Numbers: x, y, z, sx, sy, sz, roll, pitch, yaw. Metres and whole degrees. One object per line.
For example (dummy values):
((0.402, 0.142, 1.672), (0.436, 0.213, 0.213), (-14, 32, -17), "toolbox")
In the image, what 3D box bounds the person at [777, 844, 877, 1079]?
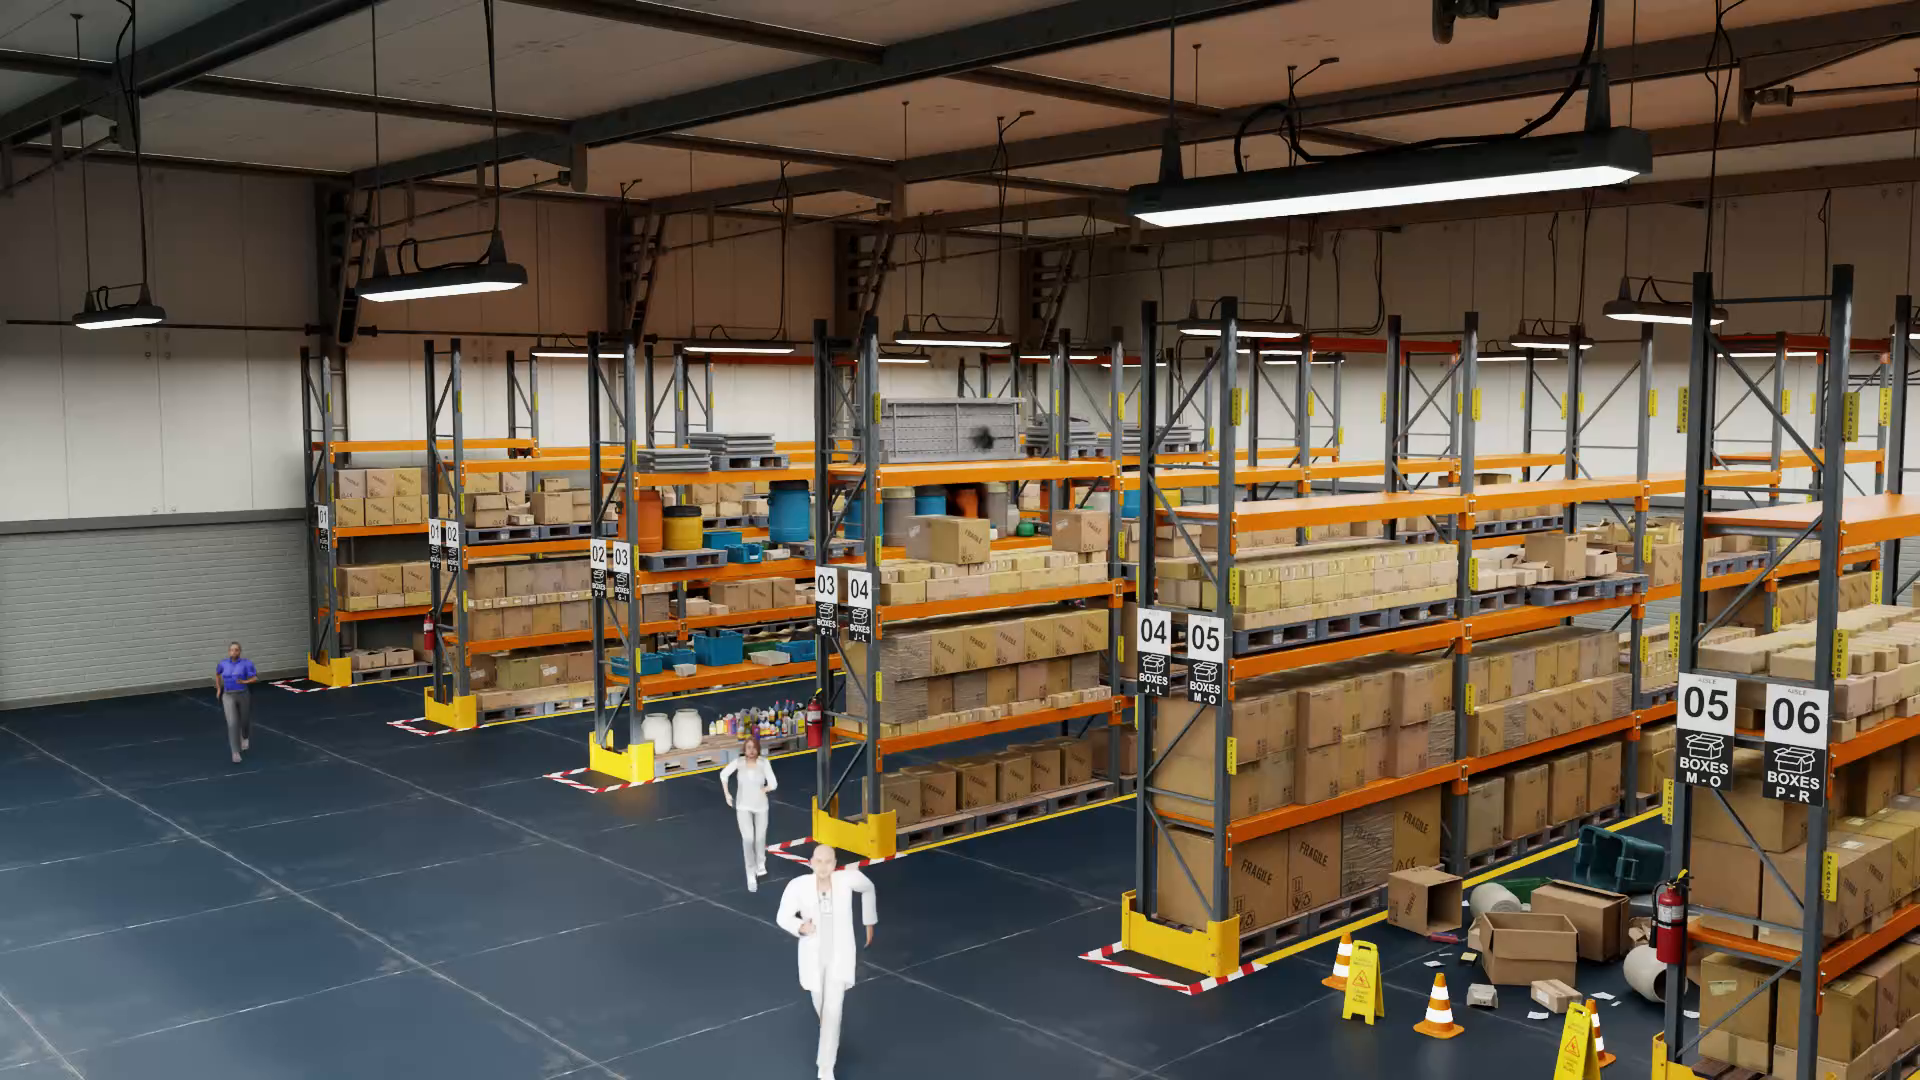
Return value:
((-1.005, 3.179, 12.659), (0.746, 1.832, 0.943), (0, 5, 0), "person")

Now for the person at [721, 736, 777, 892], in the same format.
((-2.204, 2.852, 17.453), (0.559, 1.583, 0.771), (-1, 5, -16), "person")

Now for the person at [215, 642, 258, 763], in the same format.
((-10.222, 2.247, 23.516), (0.574, 1.646, 0.939), (-2, 5, -21), "person")
